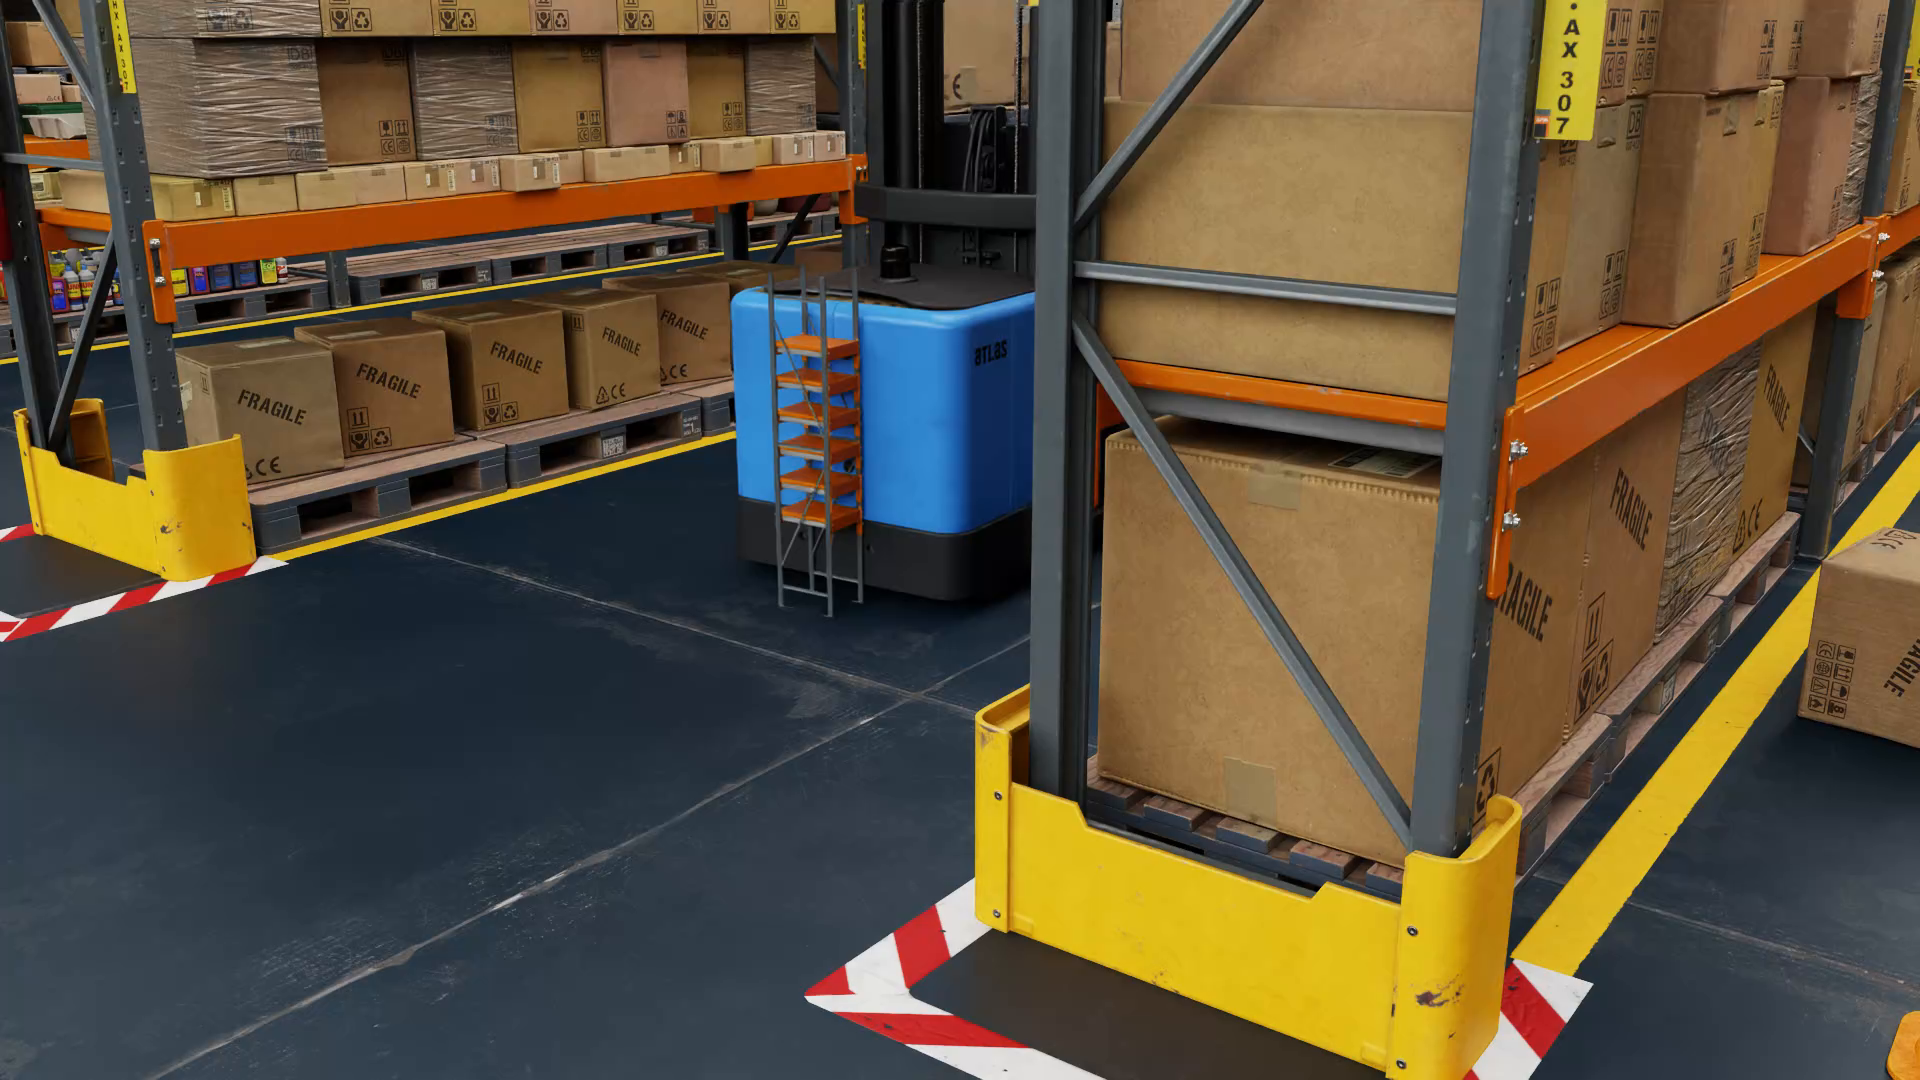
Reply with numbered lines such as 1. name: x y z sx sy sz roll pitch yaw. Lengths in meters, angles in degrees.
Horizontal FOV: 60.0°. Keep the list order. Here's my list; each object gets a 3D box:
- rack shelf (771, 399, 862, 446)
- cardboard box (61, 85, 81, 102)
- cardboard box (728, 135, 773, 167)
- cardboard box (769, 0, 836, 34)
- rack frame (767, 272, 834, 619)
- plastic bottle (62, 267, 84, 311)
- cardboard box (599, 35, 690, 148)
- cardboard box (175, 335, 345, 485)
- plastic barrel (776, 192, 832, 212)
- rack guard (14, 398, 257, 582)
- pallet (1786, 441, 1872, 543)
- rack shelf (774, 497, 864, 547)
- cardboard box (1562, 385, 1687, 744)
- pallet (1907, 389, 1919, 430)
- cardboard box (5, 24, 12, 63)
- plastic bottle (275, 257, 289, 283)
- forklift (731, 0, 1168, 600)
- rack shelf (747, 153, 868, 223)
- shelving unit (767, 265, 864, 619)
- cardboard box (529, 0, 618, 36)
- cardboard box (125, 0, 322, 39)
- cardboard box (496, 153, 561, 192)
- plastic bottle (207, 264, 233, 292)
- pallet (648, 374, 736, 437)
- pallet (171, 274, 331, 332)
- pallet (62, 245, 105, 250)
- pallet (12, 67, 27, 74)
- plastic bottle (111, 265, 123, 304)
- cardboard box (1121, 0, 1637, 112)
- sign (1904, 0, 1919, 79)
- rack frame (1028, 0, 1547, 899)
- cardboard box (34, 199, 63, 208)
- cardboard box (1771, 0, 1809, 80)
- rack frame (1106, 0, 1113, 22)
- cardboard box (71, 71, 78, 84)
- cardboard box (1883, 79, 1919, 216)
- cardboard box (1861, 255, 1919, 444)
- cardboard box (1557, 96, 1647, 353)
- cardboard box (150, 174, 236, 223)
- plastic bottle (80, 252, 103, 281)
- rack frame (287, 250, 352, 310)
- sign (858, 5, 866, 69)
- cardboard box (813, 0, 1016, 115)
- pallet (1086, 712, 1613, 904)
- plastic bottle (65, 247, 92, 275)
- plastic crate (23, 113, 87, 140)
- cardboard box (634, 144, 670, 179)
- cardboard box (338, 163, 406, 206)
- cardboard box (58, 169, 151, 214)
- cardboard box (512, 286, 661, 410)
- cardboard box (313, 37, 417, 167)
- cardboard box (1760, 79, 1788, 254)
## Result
1. rack shelf: -0.499 -0.409 5.784 0.258 0.103 0.180 11 20 31
2. cardboard box: -8.207 -4.153 15.482 0.380 0.149 0.250 12 21 35
3. cardboard box: -1.191 -2.017 8.603 0.380 0.149 0.250 12 21 35
4. cardboard box: -0.992 -2.858 8.533 0.500 0.500 0.500 12 21 35
5. rack frame: -0.548 -0.314 5.733 0.240 1.200 0.006 11 20 31
6. plastic bottle: -5.772 -1.635 10.808 0.097 0.271 0.097 0 17 0
7. cardboard box: -1.806 -2.190 8.069 0.875 0.500 0.500 12 21 35
8. cardboard box: -2.943 -0.546 6.952 0.500 0.500 0.500 -15 23 -40
9. plastic barrel: -1.589 -3.612 16.675 0.600 0.588 0.708 12 21 35
10. rack guard: -3.283 -0.218 6.603 1.175 0.500 0.348 12 21 35
11. pallet: 3.377 -0.311 7.390 1.003 0.211 1.213 12 21 35
12. rack shelf: -0.499 -0.066 5.891 0.258 0.103 0.180 11 20 31
13. cardboard box: 1.468 -0.062 4.761 0.875 0.875 0.875 12 21 34
14. pallet: 4.831 -0.892 9.262 1.003 0.211 1.213 12 21 35
15. cardboard box: -11.493 -5.769 19.351 0.700 0.500 0.500 12 21 35
16. plastic bottle: -4.889 -1.954 11.955 0.097 0.201 0.097 0 17 0
17. forklift: 0.362 -1.569 6.855 1.130 2.935 3.031 11 20 31
18. rack shelf: 0.246 -2.479 10.883 1.077 0.370 4.000 12 21 35
19. shelving unit: -0.499 -0.337 5.807 0.258 1.200 0.189 11 20 31
20. cardboard box: -1.889 -2.501 7.384 0.500 0.500 0.500 12 21 35
21. cardboard box: -2.782 -2.144 6.234 0.500 0.500 0.500 12 21 35
22. cardboard box: -1.996 -1.640 7.390 0.380 0.149 0.250 12 21 35
23. plastic bottle: -5.190 -1.917 11.583 0.144 0.351 0.185 11 20 32
24. pallet: -1.317 -0.849 9.120 1.003 0.211 1.213 12 21 35
25. pallet: -5.357 -1.737 11.983 1.003 0.211 1.213 12 21 35
26. pallet: -8.491 -2.949 15.883 1.003 0.211 1.213 12 21 35
27. pallet: -11.643 -5.355 19.253 1.003 0.211 1.213 12 21 35
28. plastic bottle: -5.591 -1.707 11.040 0.097 0.271 0.097 0 17 0
29. cardboard box: 0.847 -1.162 3.354 0.875 0.550 0.550 12 21 35
30. sign: 3.424 -1.799 5.887 0.100 0.325 0.005 12 21 35
31. rack frame: 0.595 -0.493 3.274 1.000 3.000 0.127 12 21 35
32. cardboard box: -8.460 -3.038 15.396 0.500 0.250 0.500 12 21 33
33. cardboard box: 2.064 -1.696 5.072 0.875 0.550 0.550 12 21 35
34. rack frame: 1.438 -3.299 12.310 1.000 3.000 0.127 12 21 35
35. cardboard box: -8.114 -4.451 15.851 0.500 0.500 0.500 14 22 39
36. cardboard box: 3.507 -1.571 6.577 0.500 0.500 0.500 13 21 35
37. cardboard box: 3.853 -0.965 7.878 1.050 0.750 0.750 12 21 35
38. cardboard box: 1.089 -0.796 3.997 0.875 0.550 0.550 12 21 35
39. cardboard box: -2.967 -1.300 6.294 0.380 0.149 0.250 12 21 35
40. plastic bottle: -5.969 -1.846 11.480 0.152 0.276 0.135 12 21 35
41. rack frame: -4.923 -3.222 12.060 1.000 3.000 0.127 12 21 35
42. sign: -0.505 -2.666 8.811 0.100 0.325 0.005 12 21 35
43. cardboard box: -0.360 -2.998 9.620 1.000 1.000 1.000 13 21 35
44. pallet: 1.008 0.634 4.346 1.003 0.211 1.213 12 21 35
45. plastic bottle: -6.103 -1.902 11.534 0.144 0.351 0.185 12 21 34
46. plastic crate: -5.687 -2.664 10.710 0.530 0.136 0.437 12 21 35
47. cardboard box: -1.622 -1.834 8.017 0.380 0.149 0.250 12 21 35
48. cardboard box: -2.510 -1.476 6.862 0.380 0.149 0.250 12 21 35
49. cardboard box: -3.325 -1.378 6.547 0.380 0.149 0.250 12 21 35
50. cardboard box: -1.858 -0.966 8.302 0.500 0.500 0.500 10 20 30
51. cardboard box: -2.777 -1.850 6.973 0.875 0.500 0.500 12 21 35
52. cardboard box: 2.042 -1.185 5.248 0.875 0.550 0.550 12 21 35
